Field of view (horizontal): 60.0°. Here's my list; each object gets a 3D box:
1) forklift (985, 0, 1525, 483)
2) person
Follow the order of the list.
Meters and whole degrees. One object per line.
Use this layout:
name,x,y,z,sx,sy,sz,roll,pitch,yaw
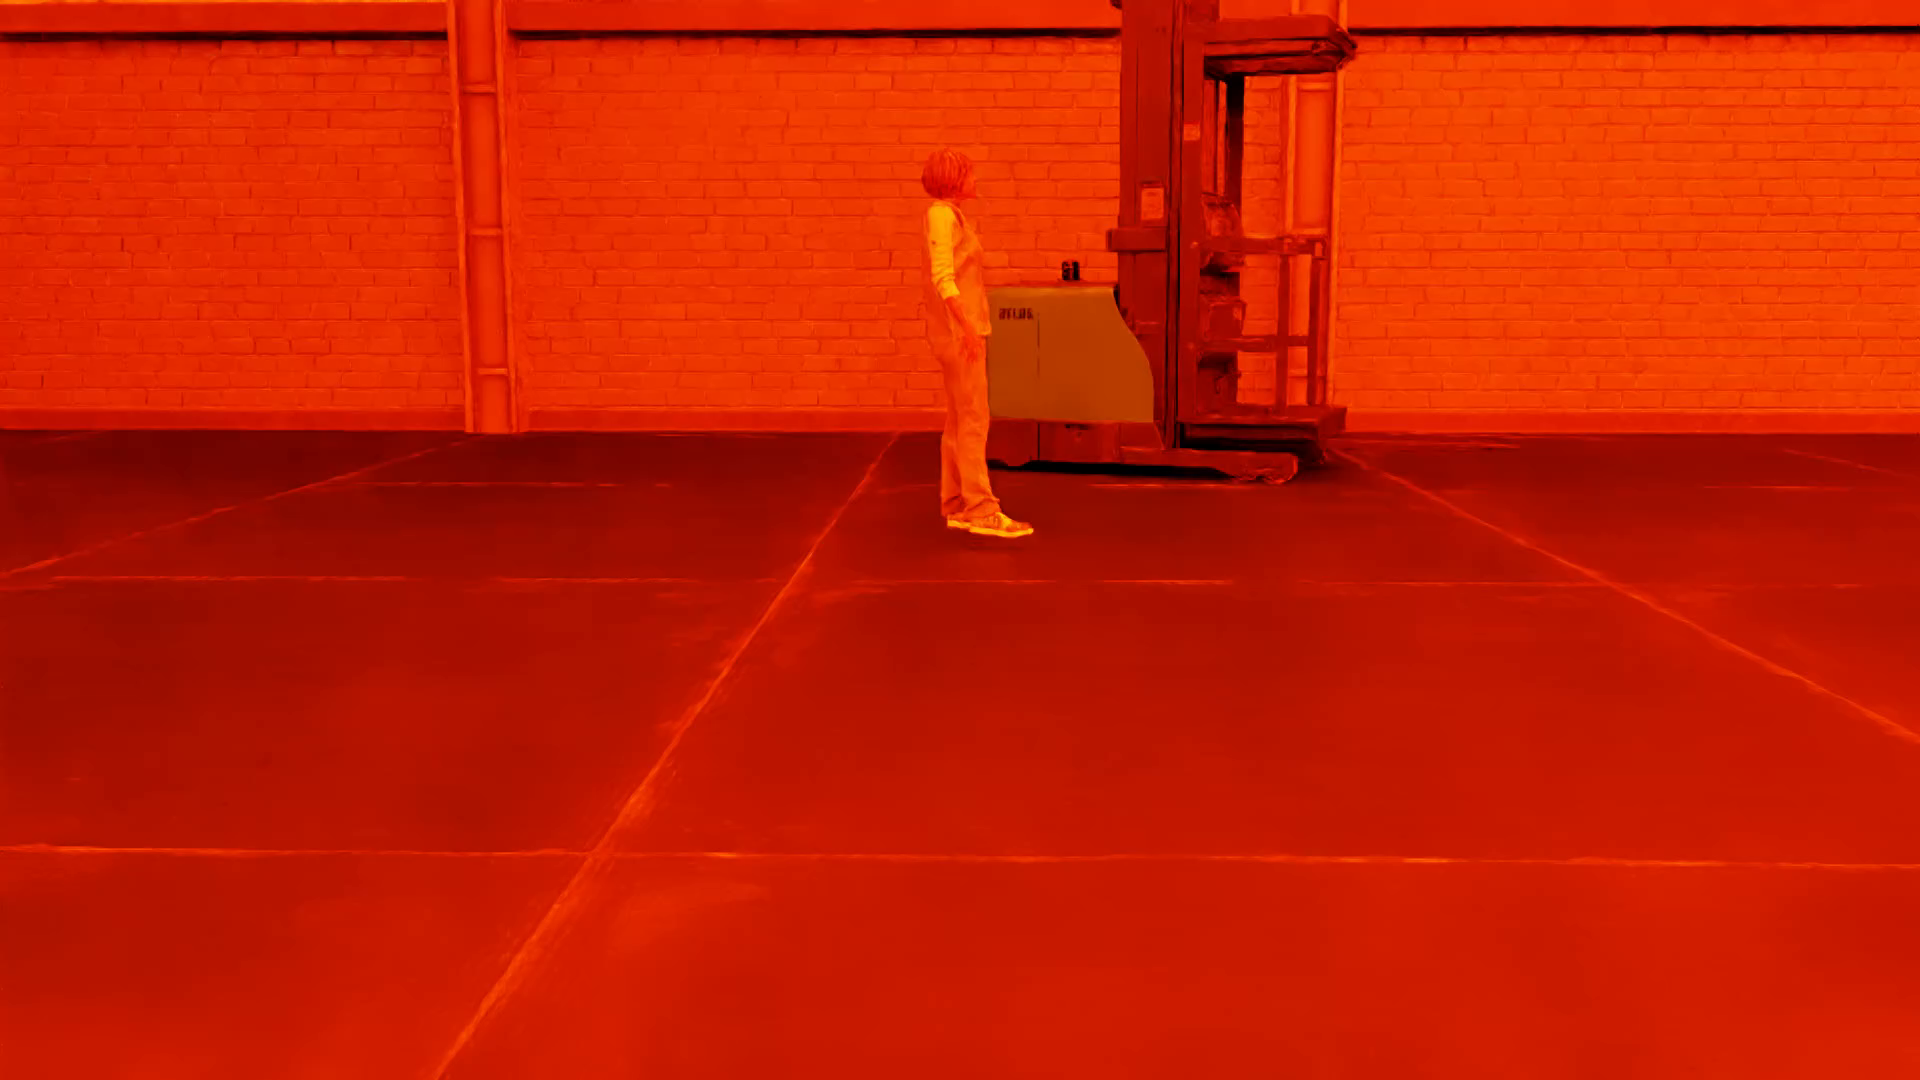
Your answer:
forklift,1.707,-1.857,9.580,3.031,2.935,1.130,3,9,21
person,0.073,-0.833,6.984,0.476,1.596,0.521,0,9,1
